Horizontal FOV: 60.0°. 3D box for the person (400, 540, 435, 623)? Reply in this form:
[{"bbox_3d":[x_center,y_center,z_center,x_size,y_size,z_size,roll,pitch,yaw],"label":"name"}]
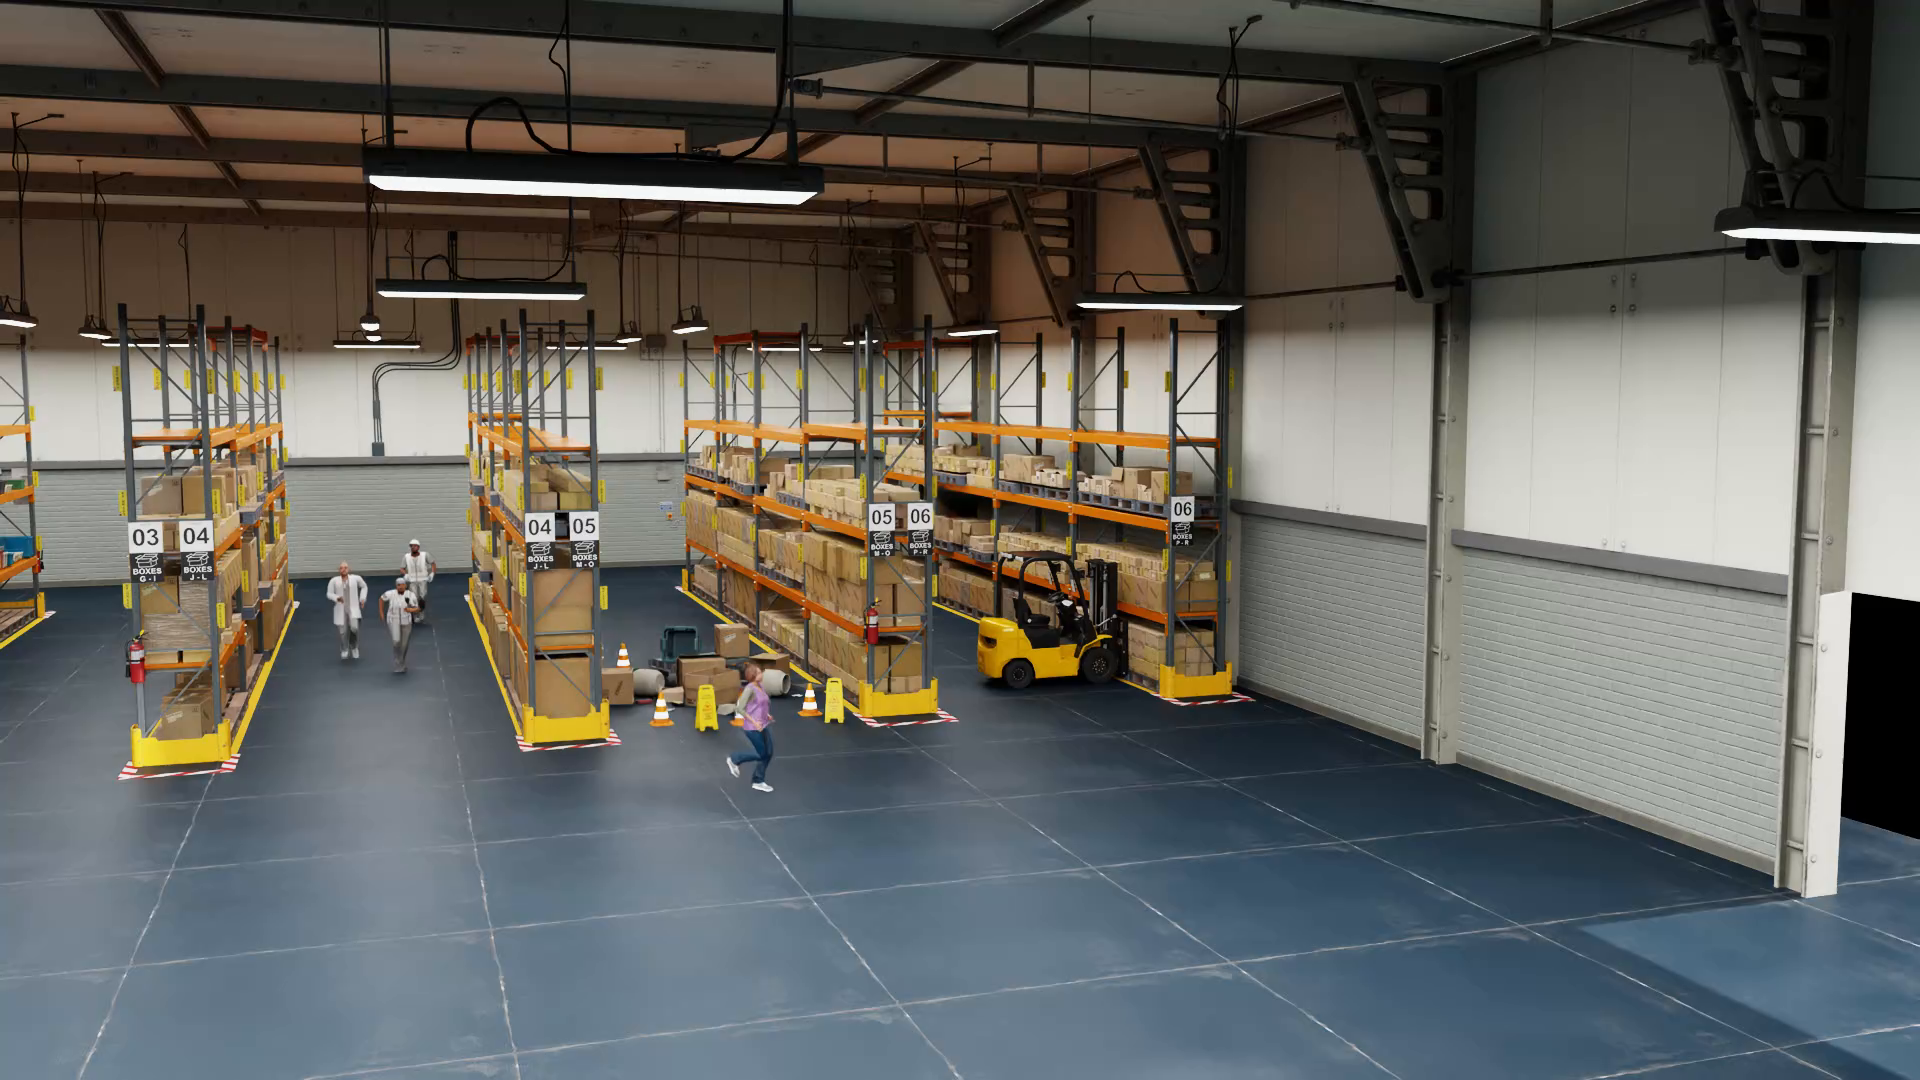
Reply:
[{"bbox_3d":[-11.250,0.864,34.471,0.687,1.738,0.551,-1,6,-11],"label":"person"}]

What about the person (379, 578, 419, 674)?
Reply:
[{"bbox_3d":[-9.658,1.464,28.676,0.630,1.662,0.783,-2,6,-22],"label":"person"}]

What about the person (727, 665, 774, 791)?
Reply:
[{"bbox_3d":[-2.568,2.303,20.443,0.576,1.563,0.536,2,6,17],"label":"person"}]

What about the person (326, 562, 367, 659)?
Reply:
[{"bbox_3d":[-11.043,1.279,29.969,0.684,1.763,0.766,-2,6,-18],"label":"person"}]
